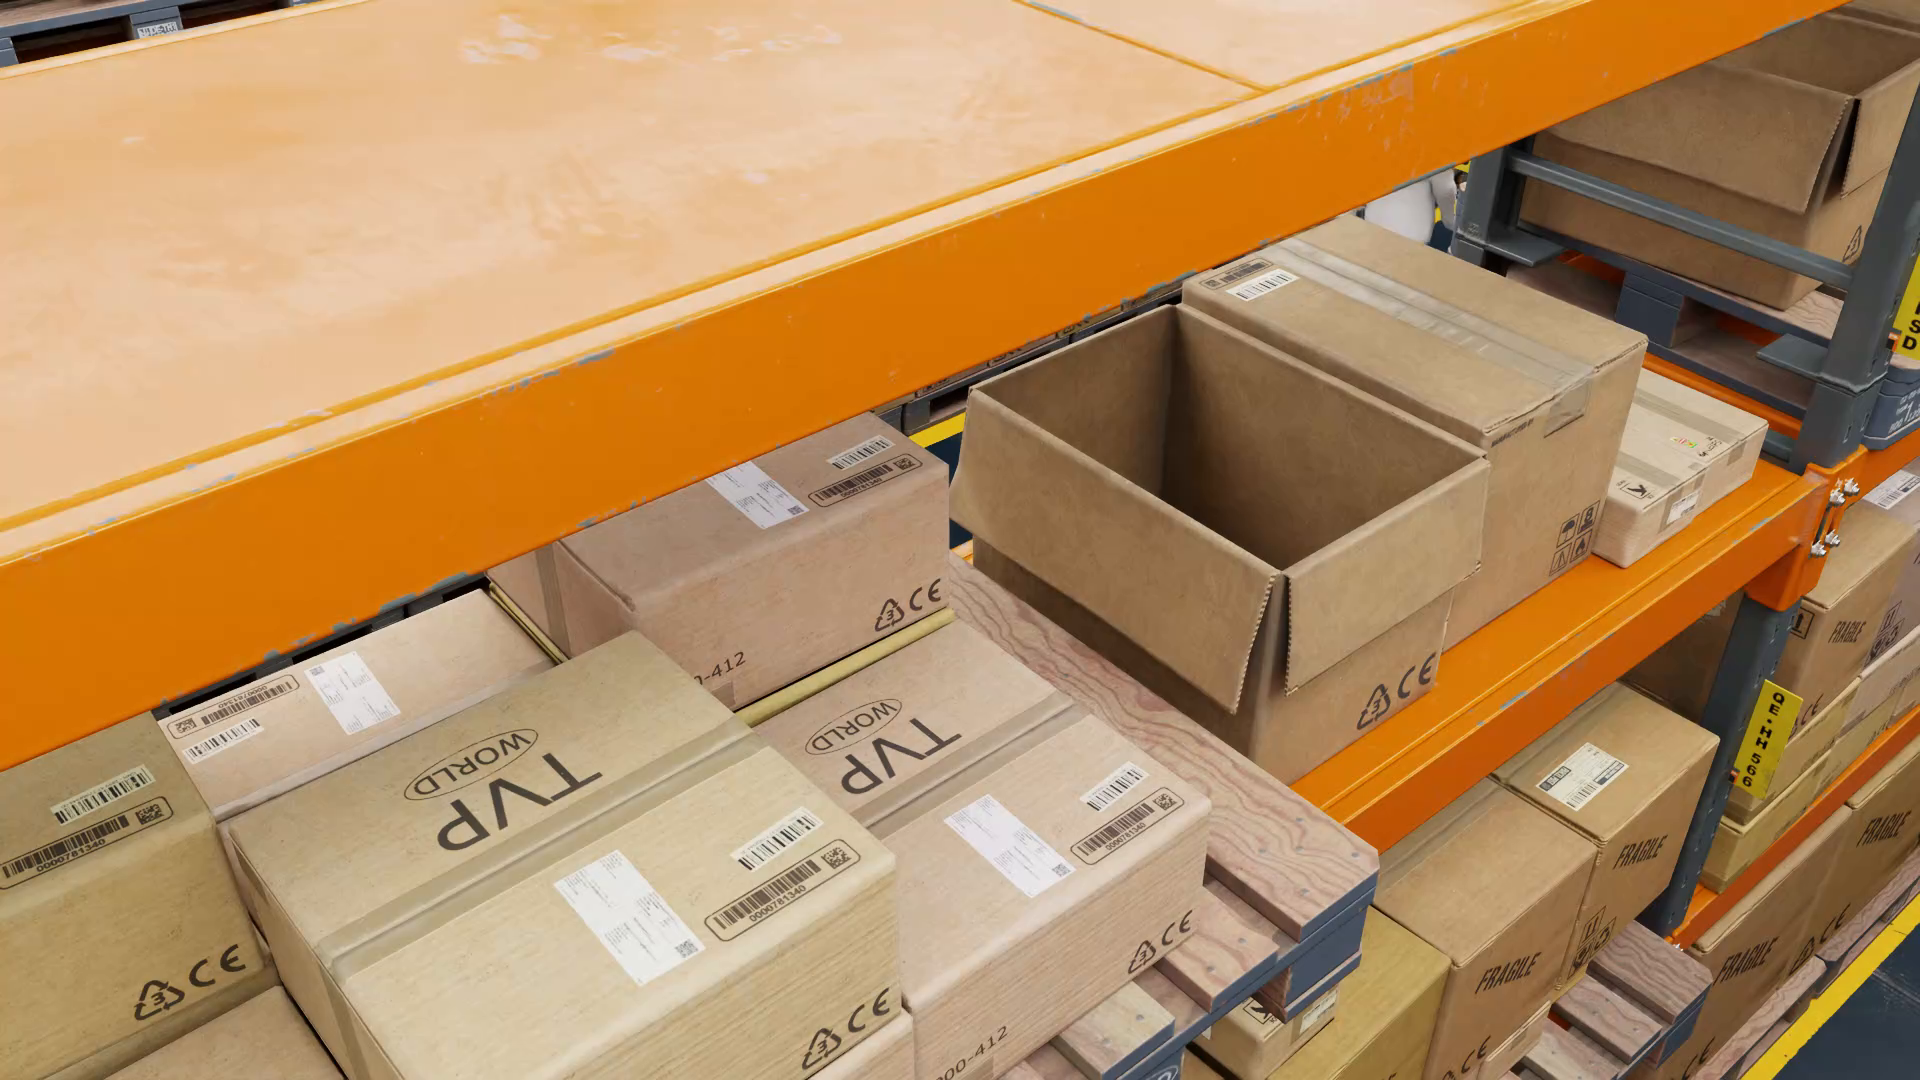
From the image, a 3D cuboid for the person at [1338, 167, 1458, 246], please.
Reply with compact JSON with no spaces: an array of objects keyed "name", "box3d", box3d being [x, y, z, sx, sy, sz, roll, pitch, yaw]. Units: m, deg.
[{"name":"person","box3d":[2.468,-1.778,9.137,1.127,1.713,0.596,-22,41,-28]}]
